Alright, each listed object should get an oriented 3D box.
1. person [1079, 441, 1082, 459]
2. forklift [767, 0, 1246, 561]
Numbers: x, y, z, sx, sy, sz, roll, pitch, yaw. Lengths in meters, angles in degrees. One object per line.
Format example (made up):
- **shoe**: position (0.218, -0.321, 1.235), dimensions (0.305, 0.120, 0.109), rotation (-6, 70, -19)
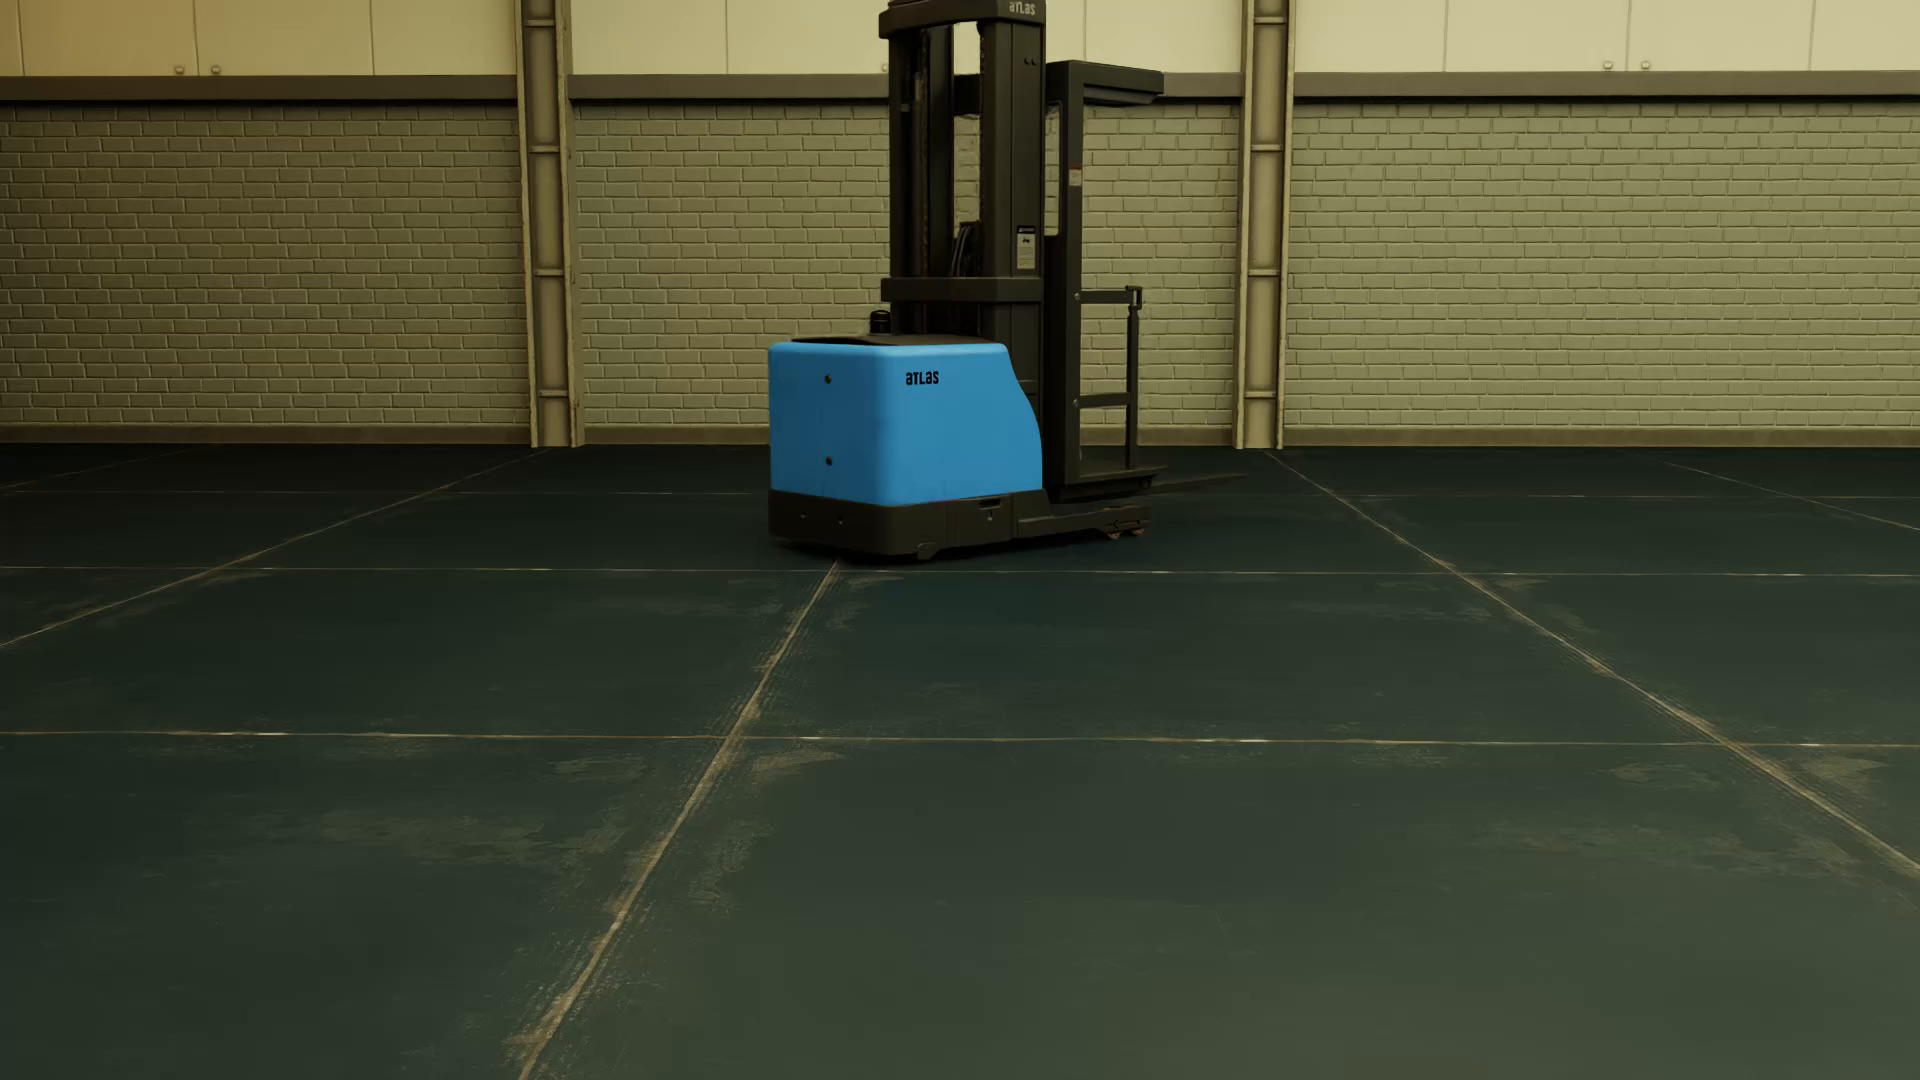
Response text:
- **person**: position (0.783, -1.280, 11.860), dimensions (0.505, 1.654, 0.568), rotation (0, 9, 3)
- **forklift**: position (0.413, -1.511, 9.186), dimensions (3.031, 2.935, 1.130), rotation (-8, 12, -42)
